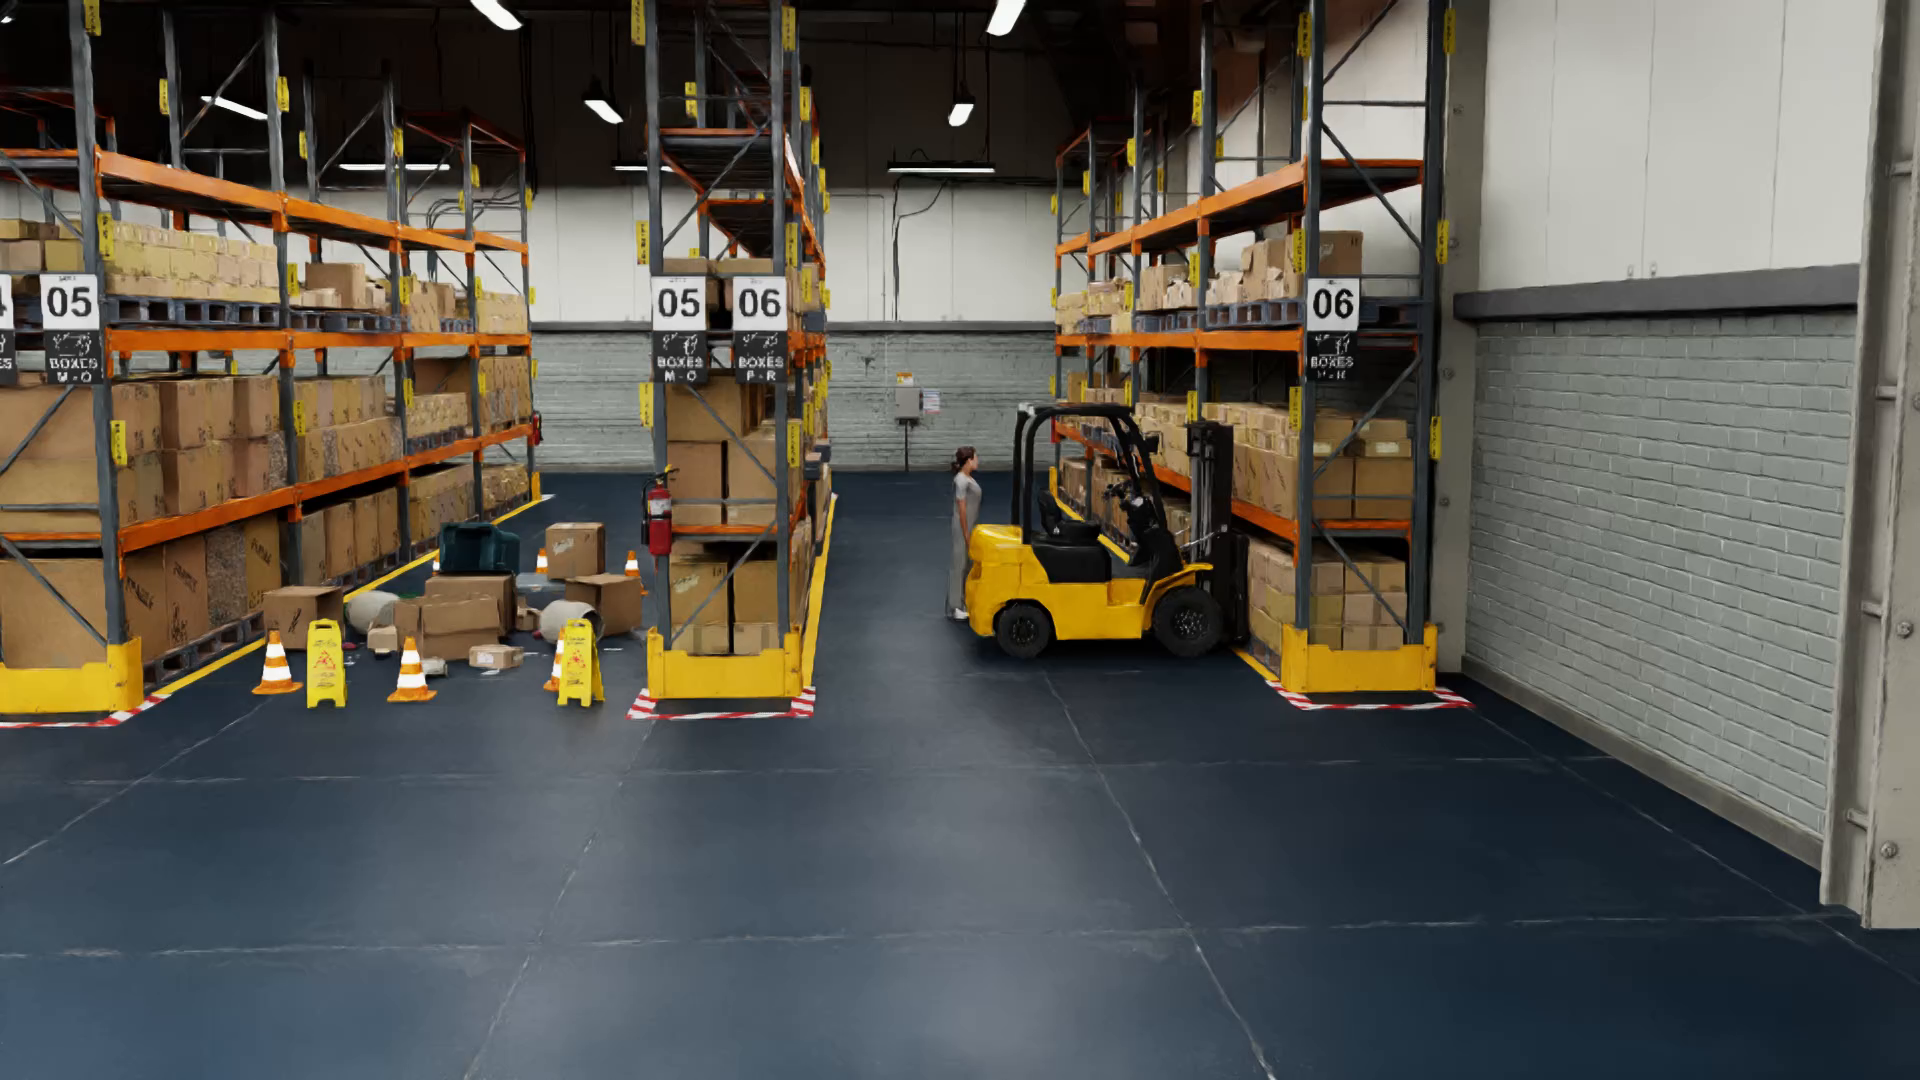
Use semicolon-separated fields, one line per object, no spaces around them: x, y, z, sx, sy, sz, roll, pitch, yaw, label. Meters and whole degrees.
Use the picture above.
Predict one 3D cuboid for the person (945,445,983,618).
0.074;-0.090;16.299;0.412;1.674;0.537;1;7;11;person
